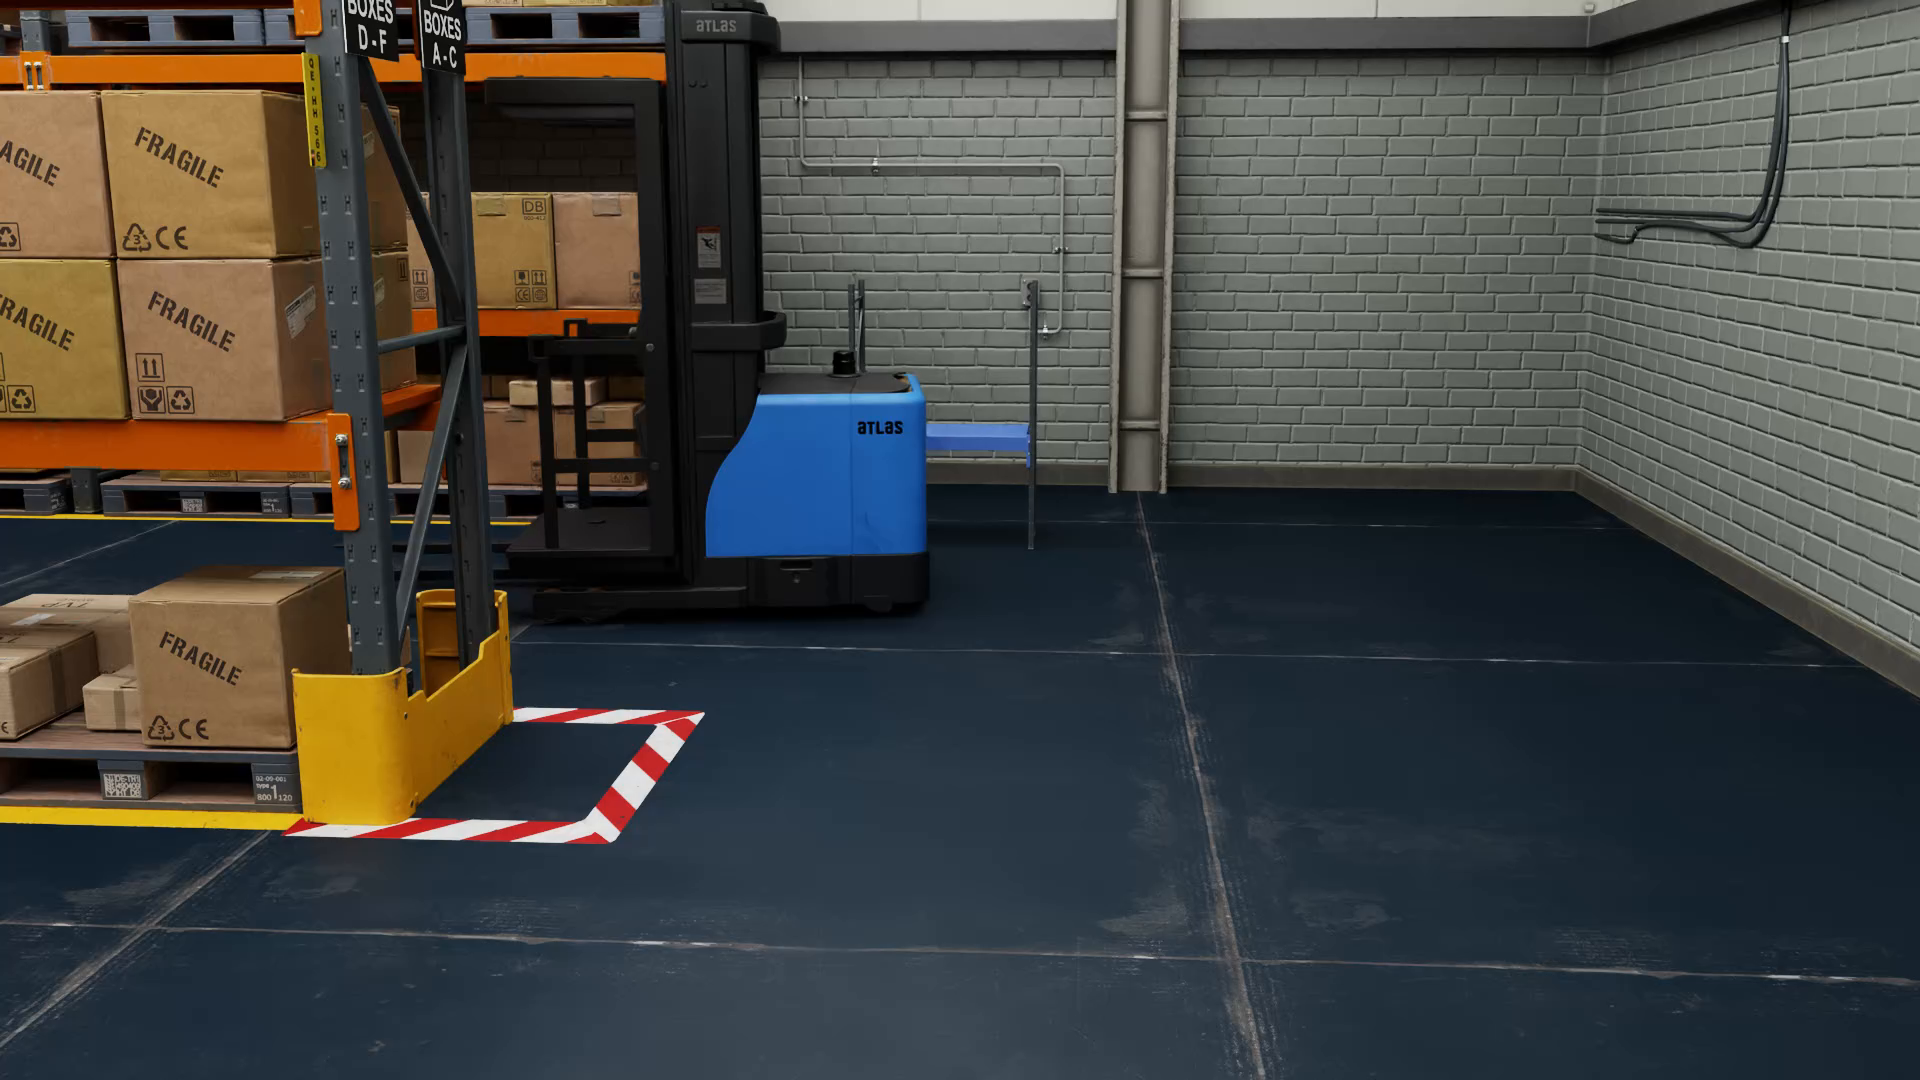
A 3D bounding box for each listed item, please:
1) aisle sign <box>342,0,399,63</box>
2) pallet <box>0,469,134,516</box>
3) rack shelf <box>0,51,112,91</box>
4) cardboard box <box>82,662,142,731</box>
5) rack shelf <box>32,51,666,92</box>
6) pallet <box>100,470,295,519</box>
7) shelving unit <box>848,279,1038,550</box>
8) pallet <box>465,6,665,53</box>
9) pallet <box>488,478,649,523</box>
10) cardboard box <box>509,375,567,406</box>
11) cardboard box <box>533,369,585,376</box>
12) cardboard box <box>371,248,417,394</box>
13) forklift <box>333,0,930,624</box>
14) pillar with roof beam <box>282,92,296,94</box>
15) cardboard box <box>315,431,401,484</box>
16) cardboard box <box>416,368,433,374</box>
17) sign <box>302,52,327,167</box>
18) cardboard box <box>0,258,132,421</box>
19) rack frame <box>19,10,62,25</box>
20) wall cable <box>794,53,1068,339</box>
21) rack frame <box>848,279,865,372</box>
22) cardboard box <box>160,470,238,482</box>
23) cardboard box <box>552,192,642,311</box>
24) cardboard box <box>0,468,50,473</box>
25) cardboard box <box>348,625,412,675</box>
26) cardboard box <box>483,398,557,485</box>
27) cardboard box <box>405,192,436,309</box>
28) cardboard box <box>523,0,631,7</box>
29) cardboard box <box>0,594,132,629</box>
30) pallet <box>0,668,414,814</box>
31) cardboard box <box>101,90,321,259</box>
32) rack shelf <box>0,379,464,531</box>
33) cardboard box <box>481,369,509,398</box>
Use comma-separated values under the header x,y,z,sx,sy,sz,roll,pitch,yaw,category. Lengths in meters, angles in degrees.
x,y,z,sx,sy,sz,roll,pitch,yaw,category
-1.812,-1.875,5.058,0.004,0.787,0.394,1,12,4,aisle sign
-6.299,-0.364,10.990,1.213,0.211,1.003,1,12,4,pallet
-7.519,-2.877,10.625,4.000,0.370,1.077,1,12,4,rack shelf
-2.817,0.524,5.783,0.250,0.166,0.380,1,12,4,cardboard box
-3.528,-2.822,10.364,4.000,0.370,1.077,1,12,4,rack shelf
-4.770,-0.342,10.887,1.213,0.211,1.003,1,12,4,pallet
-0.085,-0.735,9.620,1.048,1.500,0.538,1,12,4,shelving unit
-2.273,-3.111,10.207,1.213,0.211,1.003,1,12,4,pallet
-2.336,-0.309,10.728,1.213,0.211,1.003,1,12,4,pallet
-2.633,-0.935,10.407,0.250,0.149,0.380,1,12,5,cardboard box
-2.605,-1.013,10.780,0.250,0.149,0.380,1,12,4,cardboard box
-2.285,-0.775,5.905,0.500,0.500,0.500,1,12,5,cardboard box
-1.688,-1.149,8.103,3.031,2.935,1.130,-1,12,-4,forklift
-5.055,-3.957,6.708,0.400,9.000,9.100,1,12,4,pillar with roof beam
-3.771,-0.669,10.720,0.500,0.500,0.700,1,12,5,cardboard box
-3.617,-1.027,10.846,0.250,0.149,0.380,1,12,3,cardboard box
-1.917,-1.275,4.937,0.005,0.325,0.100,1,12,4,sign
-2.843,-0.672,5.412,0.500,0.500,0.500,1,12,4,cardboard box
-5.524,-4.670,10.114,0.127,3.000,1.000,1,12,4,rack frame
-0.192,-2.352,11.202,1.851,1.984,0.084,1,12,4,wall cable
-0.592,-0.742,9.653,0.032,1.500,0.500,1,12,4,rack frame
-4.784,-0.684,10.792,0.500,0.500,0.700,1,12,4,cardboard box
-2.042,-1.830,10.459,0.700,0.700,0.980,1,12,6,cardboard box
-6.181,-0.869,10.821,0.750,0.750,0.750,1,12,4,cardboard box
-2.255,0.438,6.238,0.250,0.149,0.380,1,12,4,cardboard box
-2.737,-0.657,10.660,0.500,0.500,0.700,1,12,4,cardboard box
-3.529,-1.850,10.555,0.700,0.700,0.980,0,12,1,cardboard box
-2.281,-3.284,9.910,0.500,0.250,0.500,1,12,5,cardboard box
-3.381,0.385,6.243,0.500,0.250,0.500,1,12,4,cardboard box
-2.731,0.687,5.970,1.213,0.211,1.003,1,12,4,pallet
-2.322,-1.155,5.276,0.500,0.500,0.500,1,12,3,cardboard box
-3.855,-0.342,5.833,4.000,0.370,1.077,1,12,4,rack shelf
-3.109,-1.020,10.813,0.250,0.149,0.380,1,12,5,cardboard box
